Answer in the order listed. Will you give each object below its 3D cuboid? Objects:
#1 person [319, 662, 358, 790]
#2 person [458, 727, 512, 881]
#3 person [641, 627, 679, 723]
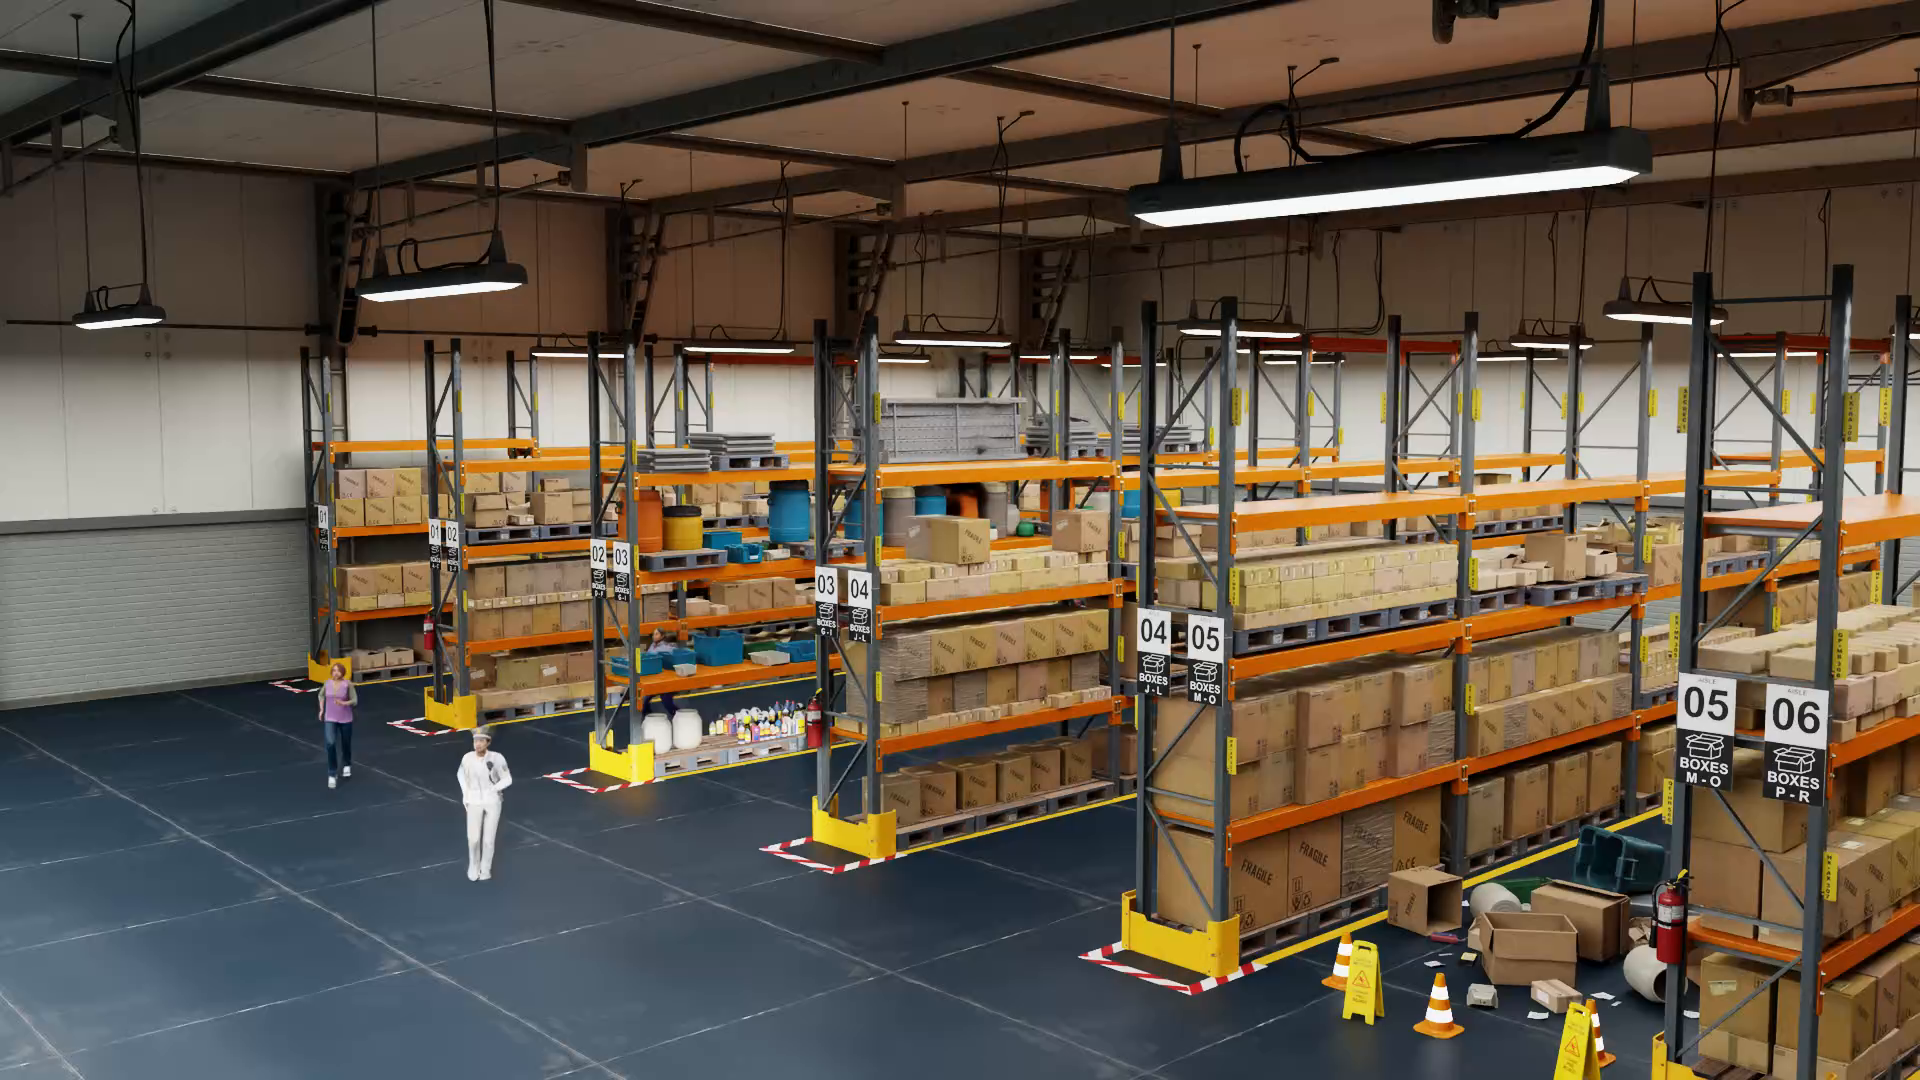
[{"bbox_3d":[-8.224,2.427,22.001,0.510,1.642,0.728,-1,5,-15],"label":"person"},{"bbox_3d":[-5.014,2.787,17.501,0.591,1.665,0.601,-1,5,-8],"label":"person"},{"bbox_3d":[-4.509,2.150,25.006,0.579,1.711,0.763,3,6,33],"label":"person"}]
